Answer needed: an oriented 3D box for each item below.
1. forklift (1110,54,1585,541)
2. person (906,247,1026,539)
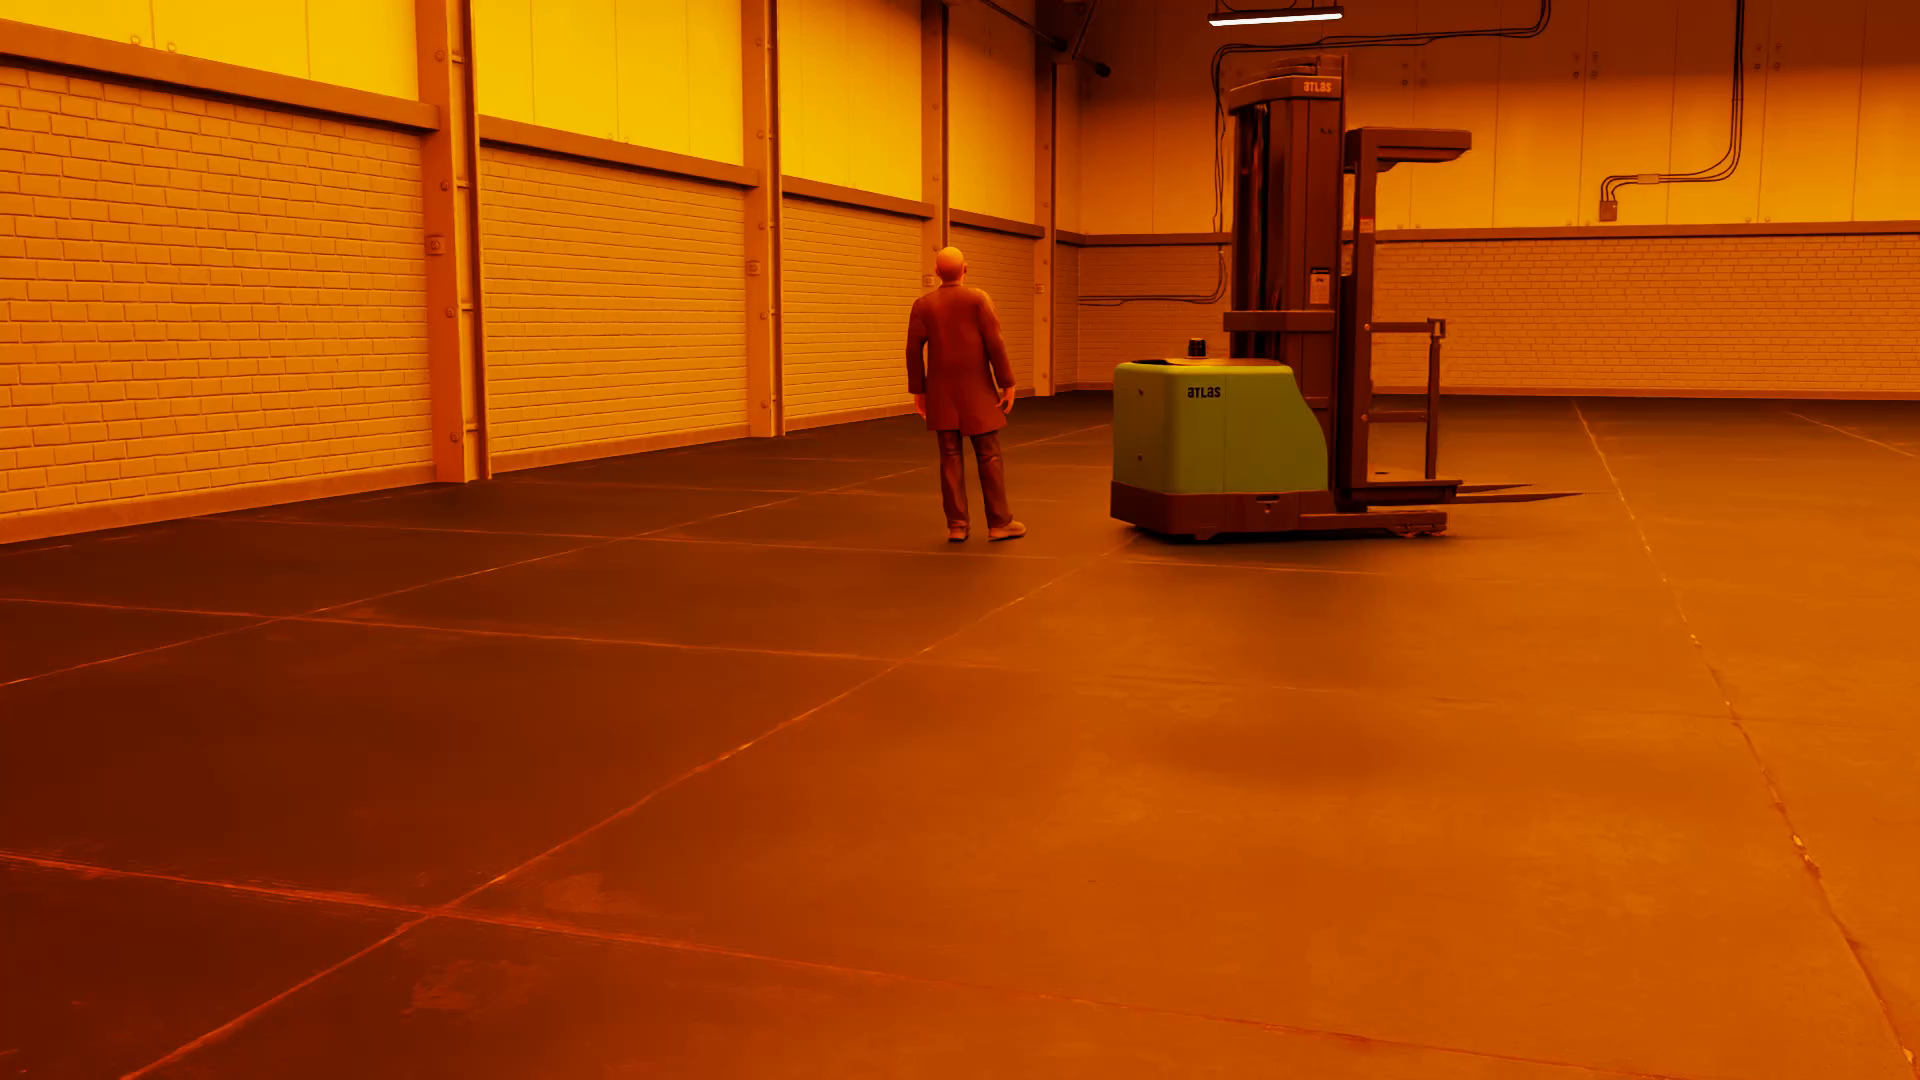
[{"bbox_3d":[2.559,-1.530,10.675,3.031,2.935,1.130,-2,8,-15],"label":"forklift"},{"bbox_3d":[0.034,-0.899,10.242,0.694,1.775,0.582,3,8,19],"label":"person"}]
